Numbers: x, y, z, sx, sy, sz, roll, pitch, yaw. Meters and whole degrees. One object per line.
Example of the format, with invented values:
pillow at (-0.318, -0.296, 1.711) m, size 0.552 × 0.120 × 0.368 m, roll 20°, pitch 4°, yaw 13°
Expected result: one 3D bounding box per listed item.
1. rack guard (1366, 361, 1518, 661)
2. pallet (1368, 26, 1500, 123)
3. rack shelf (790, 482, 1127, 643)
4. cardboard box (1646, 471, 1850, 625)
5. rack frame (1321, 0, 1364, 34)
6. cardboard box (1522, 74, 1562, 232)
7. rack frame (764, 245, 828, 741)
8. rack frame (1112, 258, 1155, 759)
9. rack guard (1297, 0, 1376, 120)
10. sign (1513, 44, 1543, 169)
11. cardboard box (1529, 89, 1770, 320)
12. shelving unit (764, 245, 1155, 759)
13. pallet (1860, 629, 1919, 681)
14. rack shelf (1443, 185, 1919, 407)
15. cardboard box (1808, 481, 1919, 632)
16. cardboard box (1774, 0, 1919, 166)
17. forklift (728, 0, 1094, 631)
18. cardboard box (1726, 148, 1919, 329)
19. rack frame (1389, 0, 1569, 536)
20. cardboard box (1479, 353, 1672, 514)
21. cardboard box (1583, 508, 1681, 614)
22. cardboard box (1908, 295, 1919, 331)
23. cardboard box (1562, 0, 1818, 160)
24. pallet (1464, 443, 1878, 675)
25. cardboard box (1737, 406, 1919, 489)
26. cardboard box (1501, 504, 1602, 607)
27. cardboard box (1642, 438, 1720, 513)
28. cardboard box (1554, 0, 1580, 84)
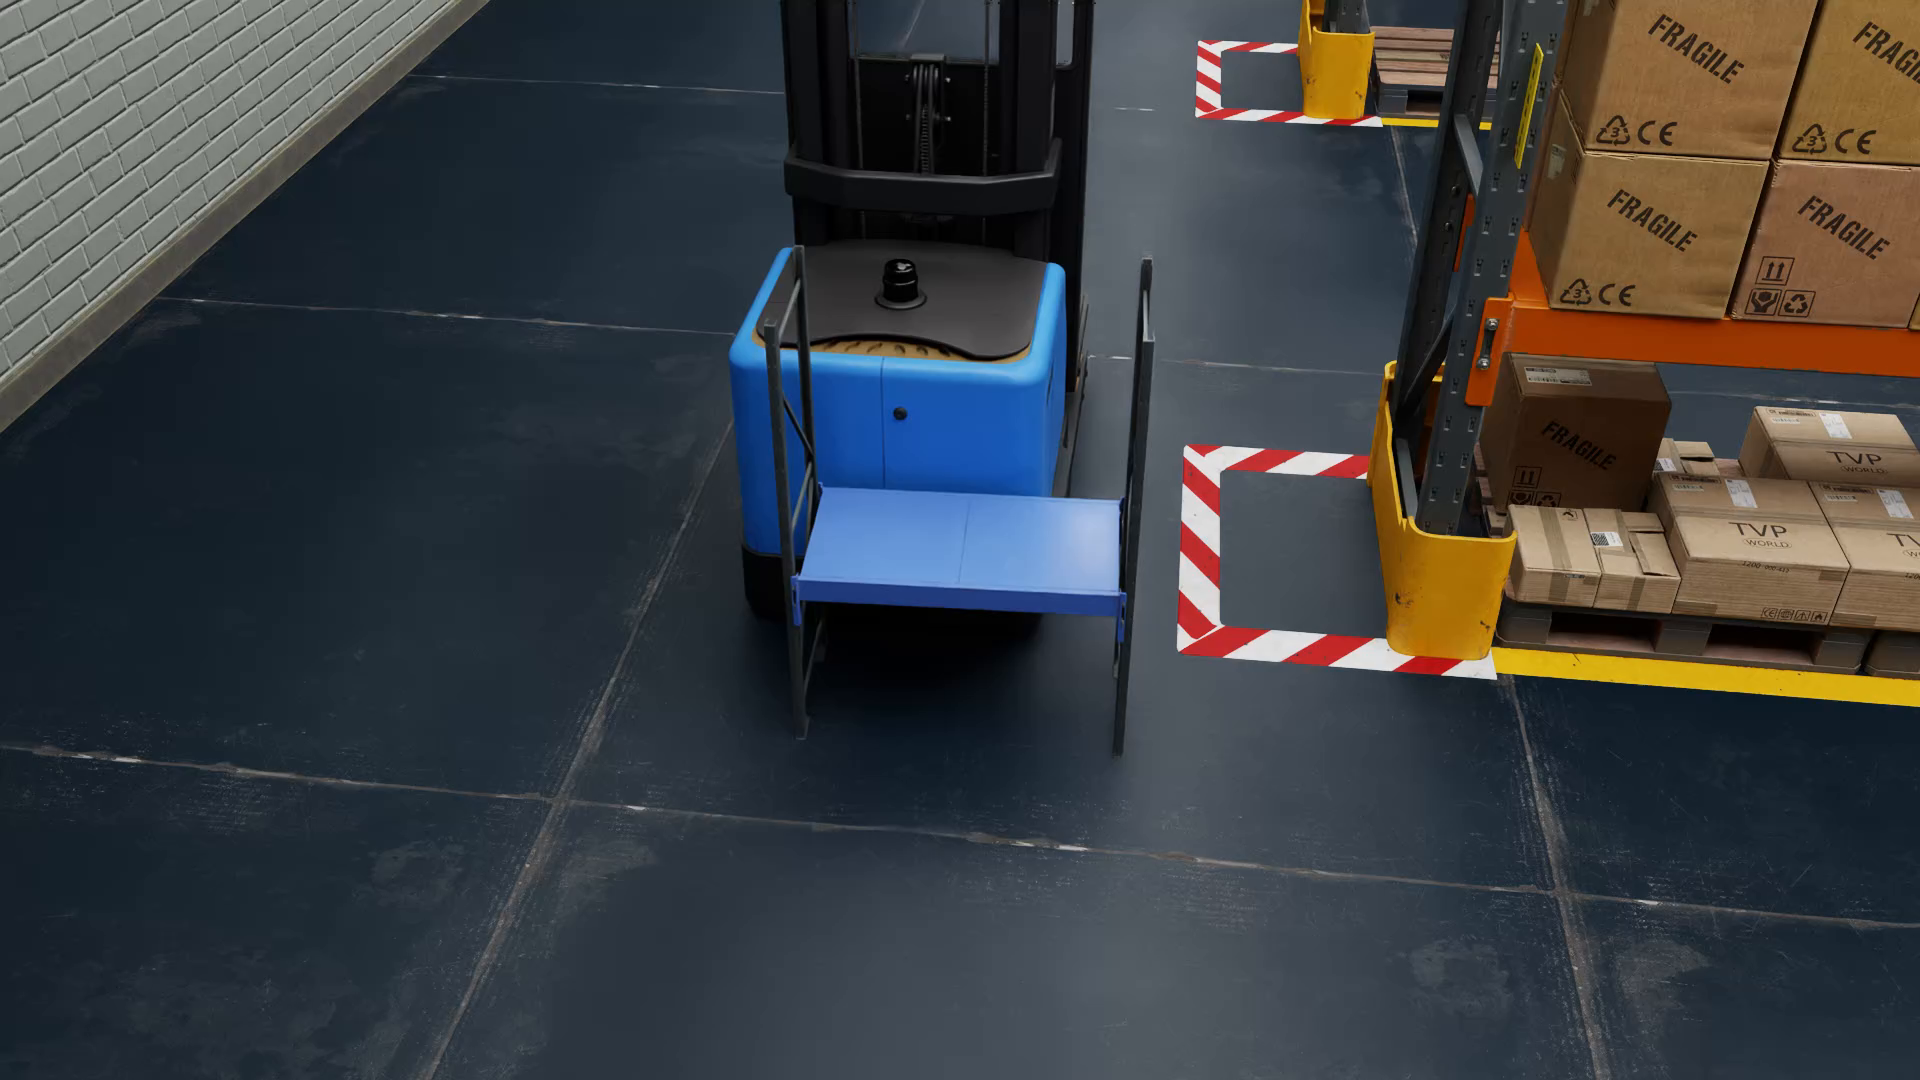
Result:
rack guard at (1.716, -0.137, 6.011) m, size 0.348 × 0.500 × 1.175 m, roll 4°, pitch 36°, yaw 6°
pallet at (3.089, -2.795, 9.985) m, size 1.213 × 0.211 × 1.003 m, roll 4°, pitch 36°, yaw 6°
rack shelf at (0.014, 0.061, 5.182) m, size 1.000 × 0.185 × 0.538 m, roll 3°, pitch 36°, yaw 4°
cardboard box at (2.640, 0.021, 5.626) m, size 0.500 × 0.250 × 0.500 m, roll 4°, pitch 36°, yaw 6°
rack frame at (2.276, -4.013, 9.291) m, size 0.127 × 3.000 × 1.000 m, roll 4°, pitch 36°, yaw 6°
cardboard box at (2.120, -1.324, 5.437) m, size 0.500 × 0.500 × 0.500 m, roll 5°, pitch 36°, yaw 7°
rack frame at (-0.493, -0.110, 5.112) m, size 0.032 × 1.500 × 0.500 m, roll 3°, pitch 36°, yaw 4°
rack frame at (0.520, -0.061, 5.044) m, size 0.032 × 1.500 × 0.500 m, roll 3°, pitch 36°, yaw 4°
rack guard at (2.250, -2.990, 10.010) m, size 0.348 × 0.500 × 1.175 m, roll 4°, pitch 36°, yaw 6°
sign at (1.572, -1.199, 4.603) m, size 0.005 × 0.325 × 0.100 m, roll 4°, pitch 36°, yaw 6°
cardboard box at (2.048, -1.016, 5.005) m, size 0.500 × 0.500 × 0.500 m, roll 5°, pitch 36°, yaw 7°
shelving unit at (0.014, -0.085, 5.078) m, size 1.048 × 1.500 × 0.538 m, roll 3°, pitch 36°, yaw 4°
pallet at (3.714, 0.131, 5.885) m, size 1.213 × 0.211 × 1.003 m, roll 4°, pitch 36°, yaw 6°
rack shelf at (3.625, -0.719, 5.294) m, size 4.000 × 0.370 × 1.077 m, roll 4°, pitch 36°, yaw 6°
cardboard box at (3.136, 0.058, 5.575) m, size 0.500 × 0.250 × 0.500 m, roll 4°, pitch 36°, yaw 6°
cardboard box at (2.567, -1.388, 4.666) m, size 0.500 × 0.500 × 0.500 m, roll 5°, pitch 36°, yaw 6°
forklift at (-0.047, -1.726, 6.146) m, size 1.130 × 2.935 × 3.031 m, roll 4°, pitch 36°, yaw 6°
cardboard box at (2.560, -0.980, 4.956) m, size 0.500 × 0.500 × 0.500 m, roll 4°, pitch 36°, yaw 5°
rack frame at (1.641, -1.160, 5.293) m, size 0.127 × 3.000 × 1.000 m, roll 4°, pitch 36°, yaw 6°
cardboard box at (2.212, -0.423, 6.034) m, size 0.500 × 0.500 × 0.500 m, roll 4°, pitch 36°, yaw 6°
cardboard box at (2.260, 0.062, 5.641) m, size 0.250 × 0.166 × 0.380 m, roll 4°, pitch 36°, yaw 6°
cardboard box at (3.057, -0.942, 4.901) m, size 0.500 × 0.500 × 0.500 m, roll 4°, pitch 36°, yaw 6°
cardboard box at (2.048, -1.423, 4.714) m, size 0.500 × 0.500 × 0.500 m, roll 5°, pitch 36°, yaw 7°
pallet at (2.507, 0.040, 6.013) m, size 1.213 × 0.211 × 1.003 m, roll 4°, pitch 36°, yaw 6°
cardboard box at (3.150, -0.234, 5.983) m, size 0.500 × 0.250 × 0.500 m, roll 4°, pitch 36°, yaw 6°
cardboard box at (2.013, 0.051, 5.672) m, size 0.250 × 0.149 × 0.380 m, roll 4°, pitch 36°, yaw 6°
cardboard box at (2.602, -0.205, 6.016) m, size 0.250 × 0.166 × 0.380 m, roll 4°, pitch 36°, yaw 6°
cardboard box at (2.117, -1.733, 5.149) m, size 0.500 × 0.500 × 0.500 m, roll 4°, pitch 36°, yaw 6°
